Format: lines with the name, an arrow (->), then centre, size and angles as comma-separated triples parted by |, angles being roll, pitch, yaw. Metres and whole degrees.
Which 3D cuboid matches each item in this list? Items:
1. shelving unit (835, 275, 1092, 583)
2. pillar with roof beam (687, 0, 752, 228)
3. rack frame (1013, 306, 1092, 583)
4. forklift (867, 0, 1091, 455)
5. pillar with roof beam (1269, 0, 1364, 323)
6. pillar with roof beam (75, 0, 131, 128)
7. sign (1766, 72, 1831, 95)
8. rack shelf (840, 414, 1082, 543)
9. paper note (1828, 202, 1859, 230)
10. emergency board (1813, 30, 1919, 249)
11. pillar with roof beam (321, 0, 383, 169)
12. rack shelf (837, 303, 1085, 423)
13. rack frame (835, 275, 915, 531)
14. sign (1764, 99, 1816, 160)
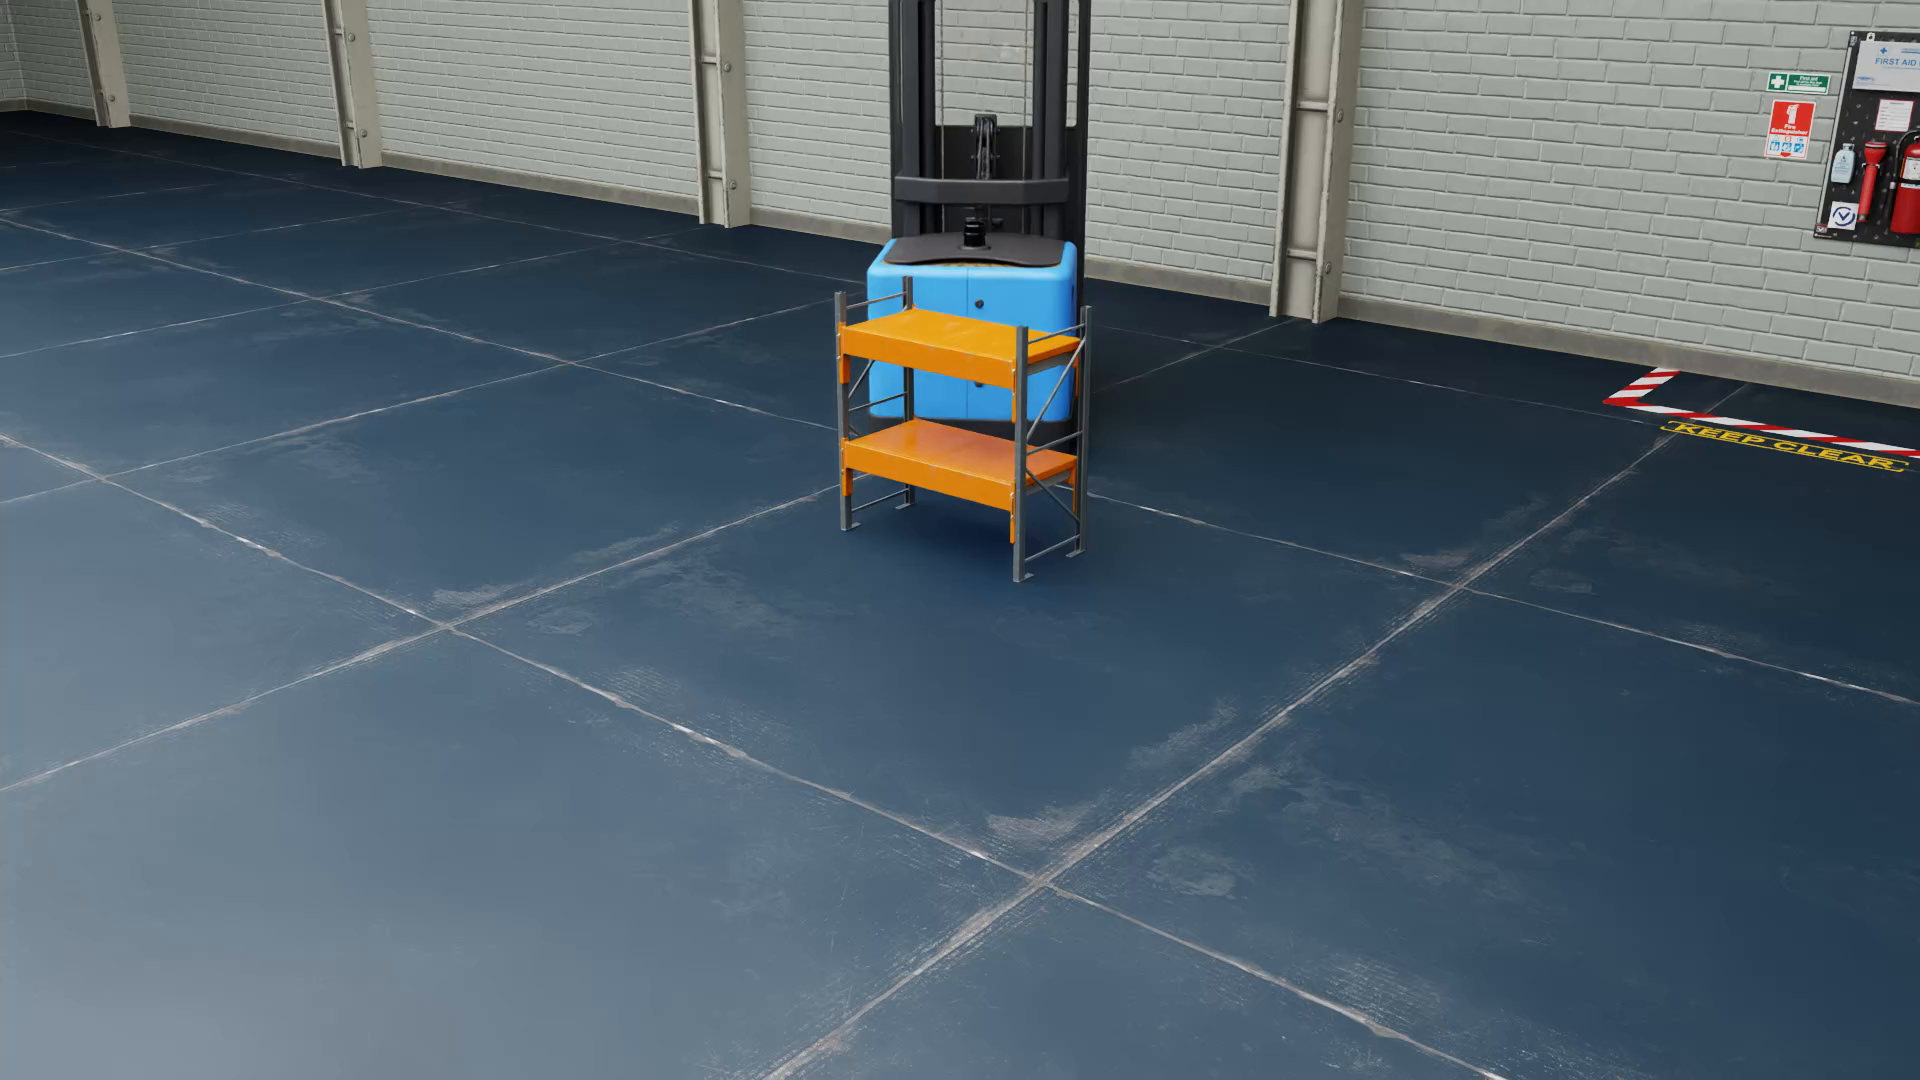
shelving unit -> 0.005, -0.525, 7.466 | 1.048, 1.125, 0.538 | 16, 26, 36
pillar with roof beam -> -4.902, -5.983, 10.781 | 0.400, 9.000, 9.100 | 16, 26, 36
rack frame -> 0.399, -0.411, 7.165 | 0.032, 1.125, 0.500 | 16, 26, 36
forklift -> 0.183, -2.221, 9.403 | 1.130, 2.935, 3.031 | 2, 21, 5
pillar with roof beam -> -0.254, -4.645, 7.232 | 0.400, 9.000, 9.100 | 16, 26, 36
pillar with roof beam -> -14.199, -8.661, 17.881 | 0.400, 9.000, 9.100 | 16, 26, 36
sign -> 4.861, -2.650, 9.644 | 0.331, 0.109, 0.001 | 16, 26, 36
rack shelf -> 0.005, -0.296, 7.552 | 1.000, 0.278, 0.538 | 16, 26, 36
paper note -> 5.133, -1.884, 9.661 | 0.142, 0.148, 0.016 | 16, 26, 36
emergency board -> 5.226, -2.238, 9.351 | 0.643, 1.169, 0.194 | 16, 26, 36
pillar with roof beam -> -9.550, -7.322, 14.331 | 0.400, 9.000, 9.100 | 16, 26, 36
rack shelf -> 0.005, -0.799, 7.362 | 1.000, 0.278, 0.538 | 16, 26, 36
rack frame -> -0.389, -0.638, 7.766 | 0.032, 1.125, 0.500 | 16, 26, 36
sign -> 4.863, -2.406, 9.746 | 0.234, 0.329, 0.001 | 16, 26, 36
